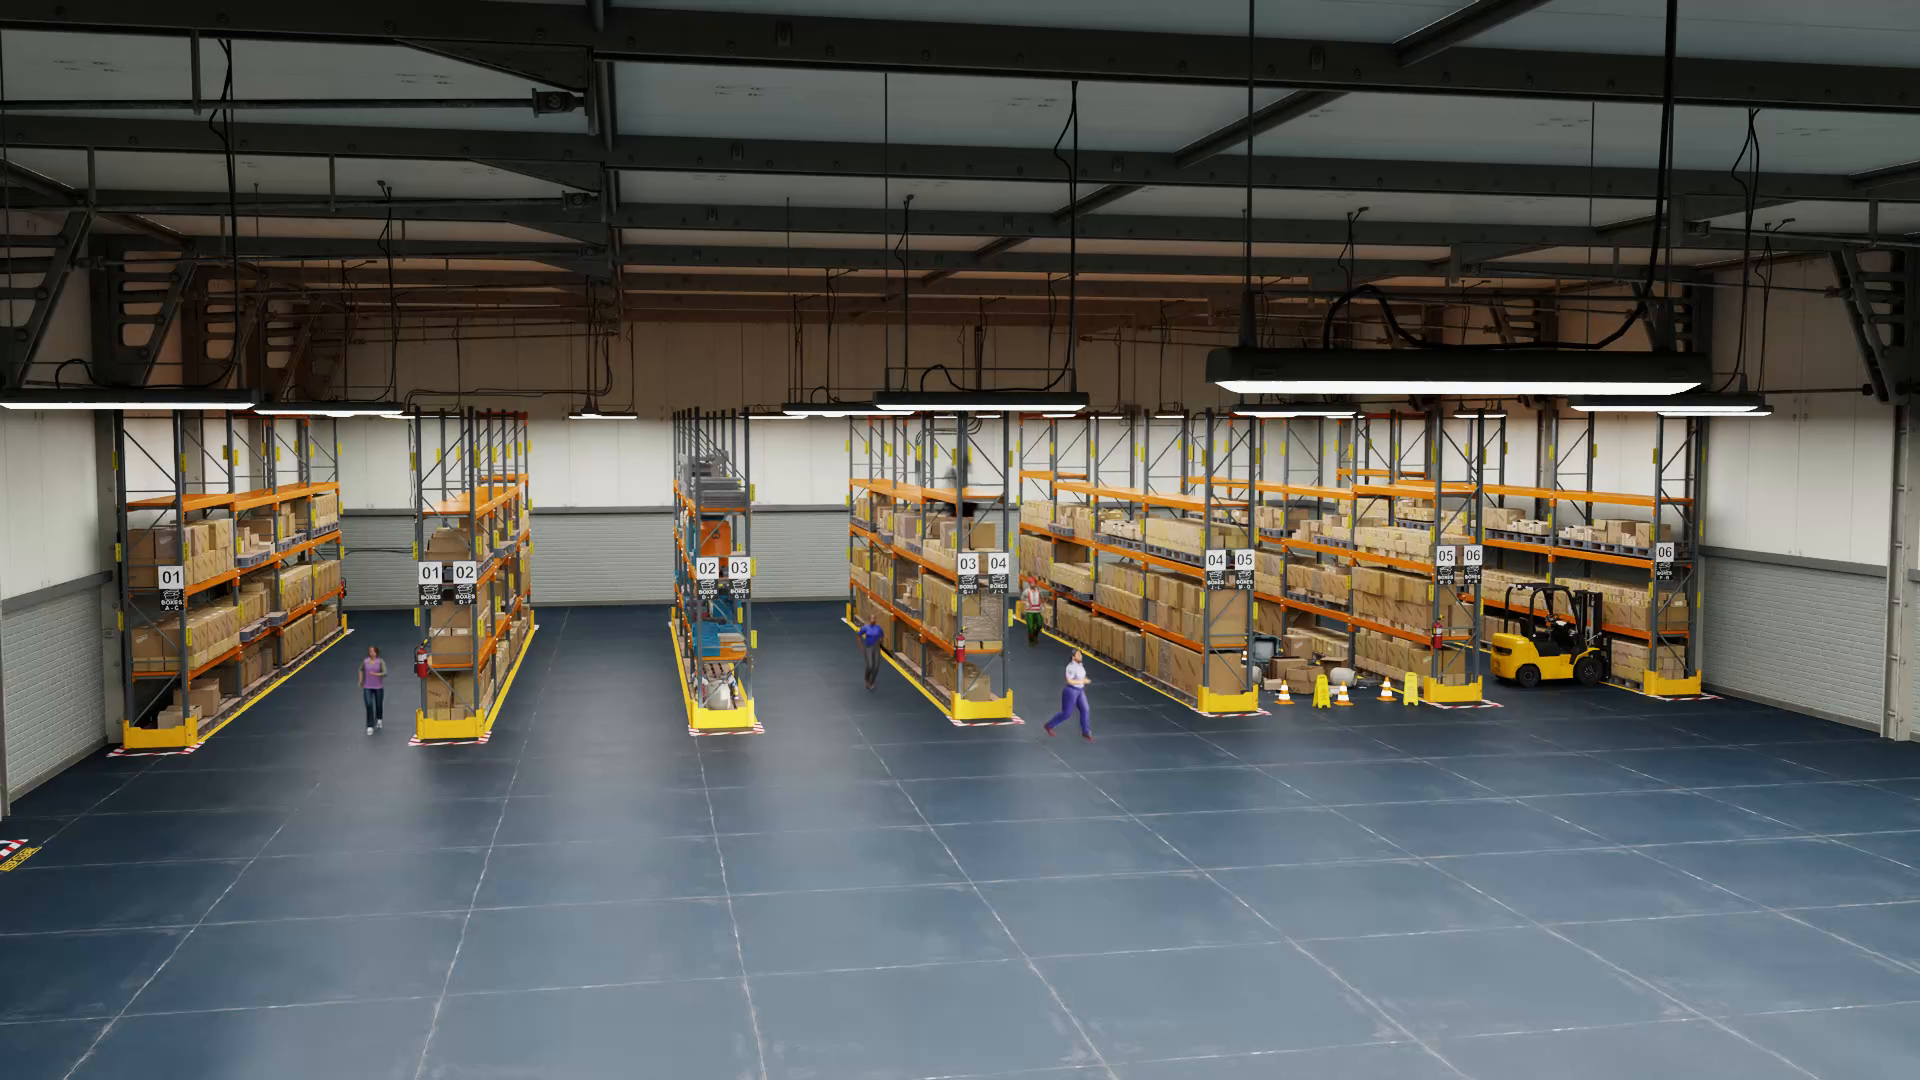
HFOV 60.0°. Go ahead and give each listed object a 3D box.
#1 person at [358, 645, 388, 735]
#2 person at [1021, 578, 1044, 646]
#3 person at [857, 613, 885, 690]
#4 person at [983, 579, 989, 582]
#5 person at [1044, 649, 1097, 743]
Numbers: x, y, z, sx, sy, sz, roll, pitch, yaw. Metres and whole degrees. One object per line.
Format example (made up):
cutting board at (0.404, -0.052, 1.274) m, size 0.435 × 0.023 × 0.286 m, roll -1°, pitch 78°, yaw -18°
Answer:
person at (-10.790, 2.734, 30.545) m, size 0.539 × 1.573 × 0.844 m, roll -1°, pitch 4°, yaw -11°
person at (1.881, 1.835, 42.208) m, size 0.643 × 1.741 × 0.587 m, roll -1°, pitch 4°, yaw -11°
person at (-1.871, 2.379, 35.417) m, size 0.550 × 1.626 × 0.646 m, roll -1°, pitch 4°, yaw -18°
person at (0.699, 1.785, 43.514) m, size 0.582 × 1.690 × 0.658 m, roll -2°, pitch 4°, yaw -24°
person at (2.000, 2.784, 29.851) m, size 0.939 × 1.675 × 0.614 m, roll 2°, pitch 5°, yaw 29°
